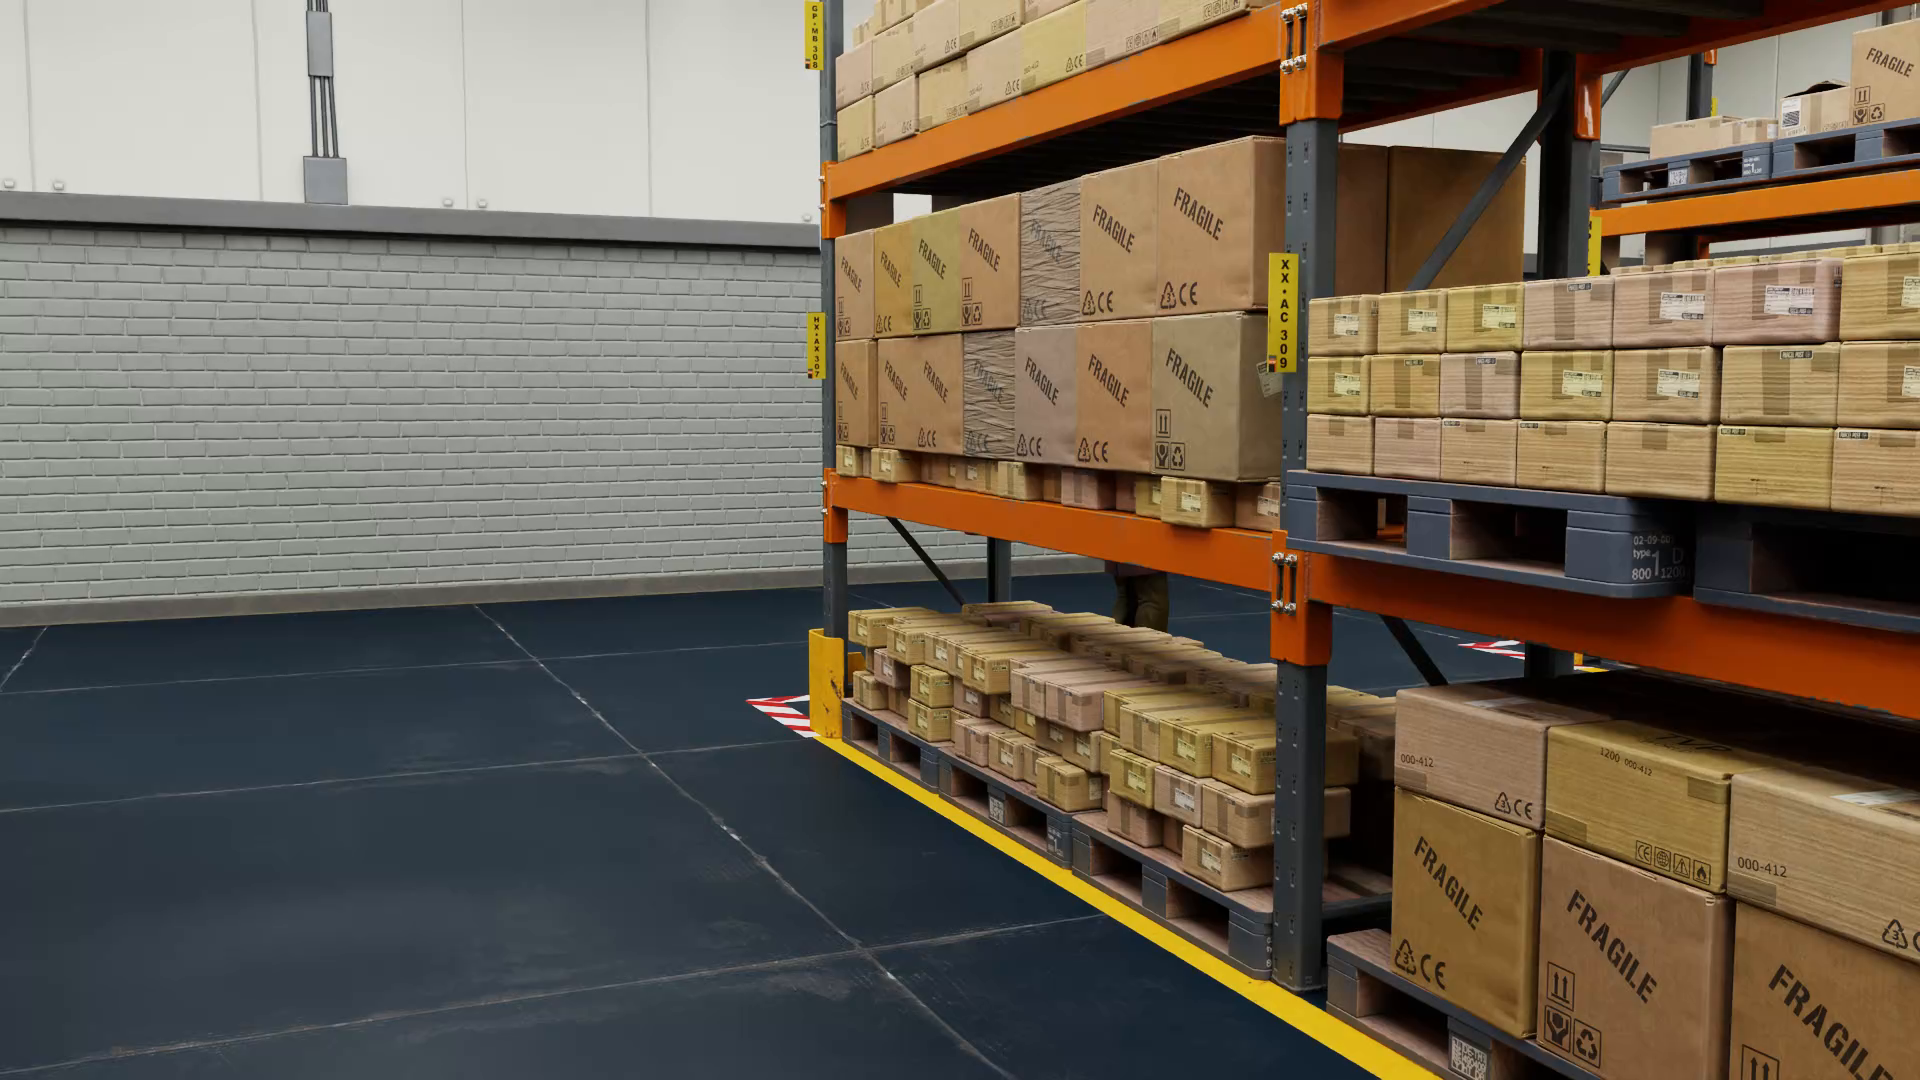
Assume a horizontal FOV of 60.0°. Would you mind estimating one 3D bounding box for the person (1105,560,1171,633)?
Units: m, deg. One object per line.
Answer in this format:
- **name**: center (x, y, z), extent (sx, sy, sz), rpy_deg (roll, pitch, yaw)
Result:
- **person**: center (1.035, -0.035, 9.572), extent (0.424, 1.774, 0.643), rpy_deg (-2, 6, -23)
